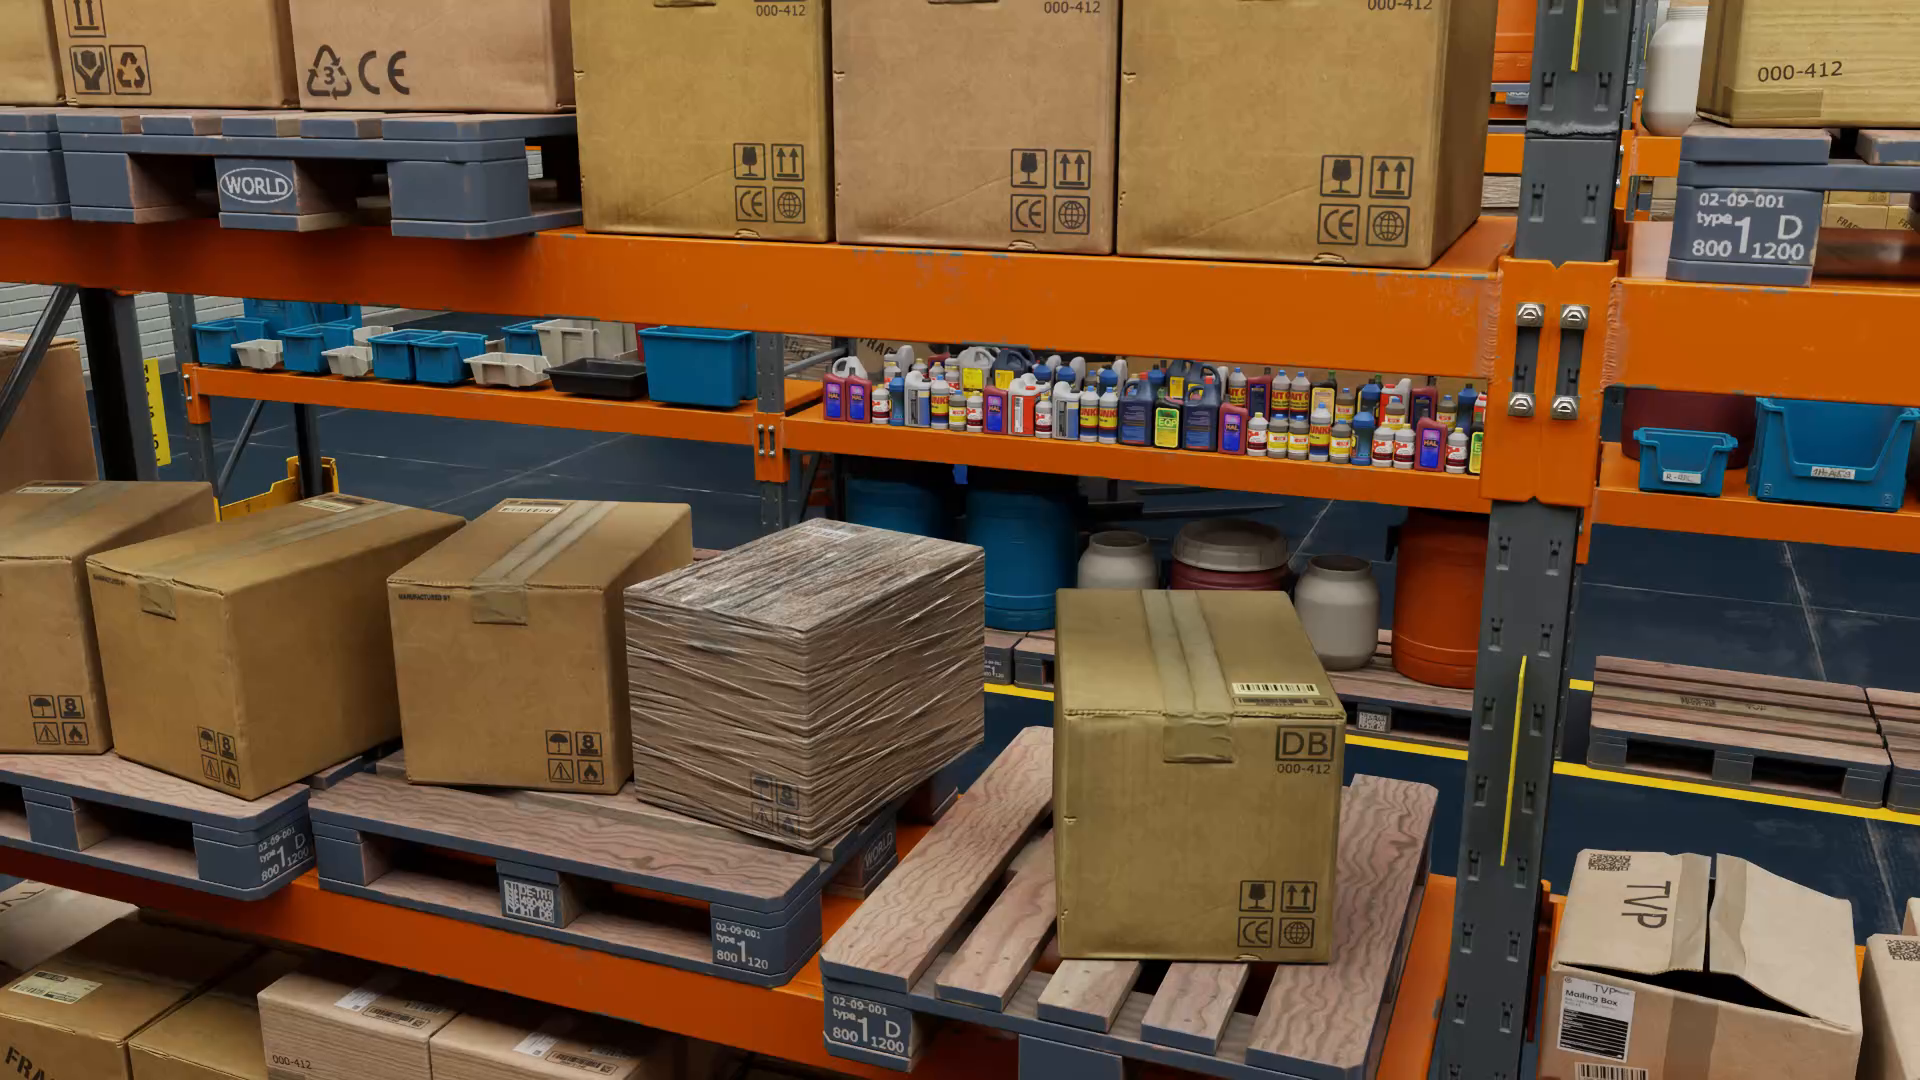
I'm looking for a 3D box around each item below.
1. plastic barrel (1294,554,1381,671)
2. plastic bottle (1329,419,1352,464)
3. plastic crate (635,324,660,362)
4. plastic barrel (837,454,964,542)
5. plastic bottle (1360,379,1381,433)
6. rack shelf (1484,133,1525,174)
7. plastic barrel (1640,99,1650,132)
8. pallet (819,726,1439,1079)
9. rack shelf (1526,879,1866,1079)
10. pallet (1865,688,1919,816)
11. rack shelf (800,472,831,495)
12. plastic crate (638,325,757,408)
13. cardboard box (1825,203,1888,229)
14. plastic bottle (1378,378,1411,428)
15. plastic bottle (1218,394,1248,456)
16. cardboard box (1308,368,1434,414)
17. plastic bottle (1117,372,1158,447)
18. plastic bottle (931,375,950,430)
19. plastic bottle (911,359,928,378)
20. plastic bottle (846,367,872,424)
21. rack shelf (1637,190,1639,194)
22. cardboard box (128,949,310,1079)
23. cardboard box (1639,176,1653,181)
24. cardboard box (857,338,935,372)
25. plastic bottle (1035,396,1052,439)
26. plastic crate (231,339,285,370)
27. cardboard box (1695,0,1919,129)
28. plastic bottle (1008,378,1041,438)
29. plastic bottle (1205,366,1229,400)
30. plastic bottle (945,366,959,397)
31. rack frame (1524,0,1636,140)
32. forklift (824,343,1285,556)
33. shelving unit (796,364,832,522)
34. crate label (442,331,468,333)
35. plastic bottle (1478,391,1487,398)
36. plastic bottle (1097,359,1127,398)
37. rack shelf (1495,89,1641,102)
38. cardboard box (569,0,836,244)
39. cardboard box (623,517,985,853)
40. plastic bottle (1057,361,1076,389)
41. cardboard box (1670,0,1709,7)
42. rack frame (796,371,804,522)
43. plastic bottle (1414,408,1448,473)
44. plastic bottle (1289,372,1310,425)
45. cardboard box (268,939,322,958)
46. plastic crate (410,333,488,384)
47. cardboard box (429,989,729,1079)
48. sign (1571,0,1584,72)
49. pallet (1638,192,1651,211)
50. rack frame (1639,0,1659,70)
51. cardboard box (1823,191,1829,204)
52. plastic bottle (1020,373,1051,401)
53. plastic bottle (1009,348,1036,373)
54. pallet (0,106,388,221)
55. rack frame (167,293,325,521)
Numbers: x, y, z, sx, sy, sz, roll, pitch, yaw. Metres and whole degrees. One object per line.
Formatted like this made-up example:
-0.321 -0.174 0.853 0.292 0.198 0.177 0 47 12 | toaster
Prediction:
1.873 0.357 8.274 0.421 0.512 0.421 0 16 0 | plastic barrel
1.773 -0.462 7.740 0.097 0.201 0.097 0 16 0 | plastic bottle
-1.567 -1.181 9.640 0.583 0.464 0.402 6 17 21 | plastic crate
-0.329 -0.099 9.146 0.708 0.901 0.600 6 17 21 | plastic barrel
2.058 -0.673 8.343 0.097 0.271 0.097 0 16 0 | plastic bottle
1.032 -1.856 8.096 4.000 0.370 1.077 6 17 21 | rack shelf
3.141 -1.910 7.272 0.294 0.245 0.294 0 16 0 | plastic barrel
0.415 0.769 3.489 1.003 0.211 1.213 6 17 21 | pallet
2.932 1.278 2.681 4.000 0.370 1.077 6 17 21 | rack shelf
4.730 0.997 7.359 1.213 0.211 1.003 6 17 21 | pallet
-0.951 -0.372 10.891 0.180 0.103 0.258 -3 16 -10 | rack shelf
-1.388 -0.946 8.973 0.575 0.384 0.392 6 17 21 | plastic crate
8.348 -2.894 15.584 0.500 0.500 0.500 6 17 20 | cardboard box
2.178 -0.672 8.331 0.135 0.276 0.152 6 17 21 | plastic bottle
1.296 -0.548 7.890 0.133 0.283 0.061 6 17 21 | plastic bottle
3.249 -1.191 12.955 0.875 0.875 1.225 6 17 21 | cardboard box
0.868 -0.640 8.086 0.185 0.351 0.144 6 17 21 | plastic bottle
-0.099 -0.701 8.439 0.097 0.271 0.097 0 16 0 | plastic bottle
-0.225 -0.909 9.280 0.097 0.201 0.097 0 16 0 | plastic bottle
-0.520 -0.748 8.578 0.133 0.283 0.061 6 17 21 | plastic bottle
12.024 -5.149 24.819 4.000 0.370 1.077 6 17 21 | rack shelf
-1.789 1.472 4.416 0.500 0.500 0.500 7 17 21 | cardboard box
8.680 -4.698 20.508 0.500 0.500 0.500 6 17 19 | cardboard box
-0.433 -1.612 14.403 0.875 0.875 0.875 6 17 21 | cardboard box
0.421 -0.610 8.252 0.097 0.201 0.097 0 16 0 | plastic bottle
-4.173 -1.112 9.989 0.298 0.136 0.250 6 17 21 | plastic crate
1.514 -0.810 2.720 0.500 0.250 0.500 5 17 17 | cardboard box
0.324 -0.665 8.307 0.135 0.276 0.152 6 17 21 | plastic bottle
1.318 -0.767 8.657 0.135 0.276 0.152 6 17 21 | plastic bottle
-0.032 -0.842 9.050 0.097 0.201 0.097 0 16 0 | plastic bottle
1.072 -2.153 2.449 0.127 3.000 1.000 6 17 21 | rack frame
0.637 -1.439 10.873 3.031 2.935 1.130 -3 16 -10 | forklift
-0.951 -0.529 10.845 0.189 1.200 0.258 -3 16 -10 | shelving unit
-3.192 -1.185 10.240 0.243 0.136 0.396 6 17 21 | crate label
2.609 -0.625 8.168 0.135 0.276 0.152 6 17 21 | plastic bottle
0.807 -0.823 8.851 0.135 0.276 0.152 6 17 21 | plastic bottle
4.763 -4.417 16.917 4.000 0.370 1.077 6 17 21 | rack shelf
-0.305 -0.902 3.340 0.500 0.500 0.910 6 17 21 | cardboard box
-0.336 0.300 3.827 0.500 0.500 0.700 10 19 31 | cardboard box
0.562 -0.810 8.815 0.097 0.271 0.097 0 16 0 | plastic bottle
5.053 -3.455 11.237 0.500 0.500 0.500 6 17 21 | cardboard box
-1.041 -0.525 10.830 0.006 1.200 0.240 -3 16 -10 | rack frame
2.145 -0.455 7.569 0.133 0.283 0.061 6 17 21 | plastic bottle
1.742 -0.726 8.525 0.097 0.271 0.097 0 16 0 | plastic bottle
-1.628 1.337 4.883 0.500 0.500 0.500 6 17 21 | cardboard box
-2.937 -1.047 9.593 0.300 0.233 0.416 6 17 21 | plastic crate
-0.892 1.214 3.961 0.500 0.250 0.500 6 17 20 | cardboard box
0.871 -0.820 2.311 0.005 0.325 0.100 6 17 21 | sign
9.048 -4.274 20.858 1.003 0.211 1.213 6 17 21 | pallet
6.624 -5.998 15.693 0.127 3.000 1.000 6 17 21 | rack frame
7.987 -3.493 15.854 0.500 0.500 0.700 6 17 20 | cardboard box
0.379 -0.704 8.442 0.135 0.276 0.152 6 17 21 | plastic bottle
0.319 -0.914 9.029 0.185 0.351 0.144 6 17 21 | plastic bottle
-2.069 -0.947 4.011 1.003 0.211 1.213 6 17 21 | pallet
-4.550 -1.375 10.528 0.127 3.000 1.000 6 17 21 | rack frame
